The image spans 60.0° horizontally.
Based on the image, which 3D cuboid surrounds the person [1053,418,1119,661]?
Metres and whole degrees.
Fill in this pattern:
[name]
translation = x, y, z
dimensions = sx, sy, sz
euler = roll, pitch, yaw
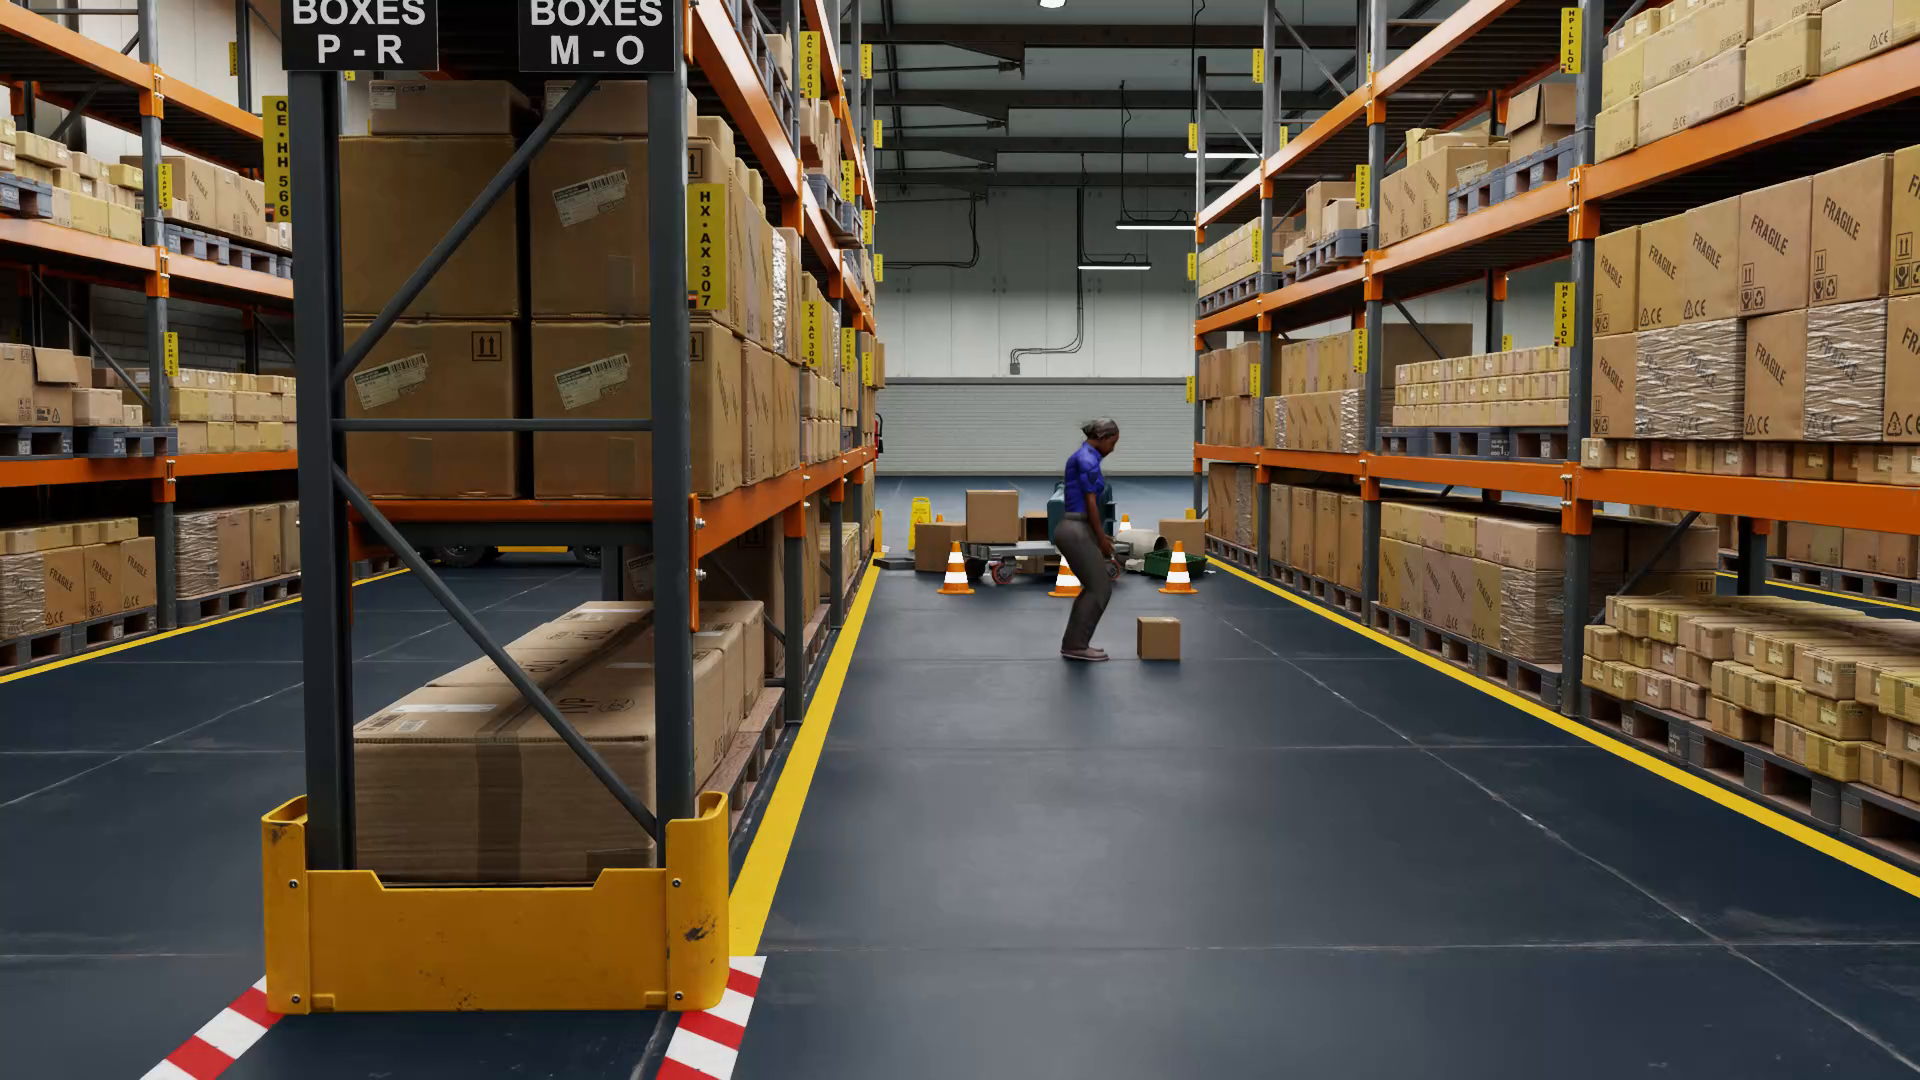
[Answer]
[person]
translation = 0.823, -0.008, 10.881
dimensions = 0.430, 1.575, 0.469
euler = 0, 4, 0
